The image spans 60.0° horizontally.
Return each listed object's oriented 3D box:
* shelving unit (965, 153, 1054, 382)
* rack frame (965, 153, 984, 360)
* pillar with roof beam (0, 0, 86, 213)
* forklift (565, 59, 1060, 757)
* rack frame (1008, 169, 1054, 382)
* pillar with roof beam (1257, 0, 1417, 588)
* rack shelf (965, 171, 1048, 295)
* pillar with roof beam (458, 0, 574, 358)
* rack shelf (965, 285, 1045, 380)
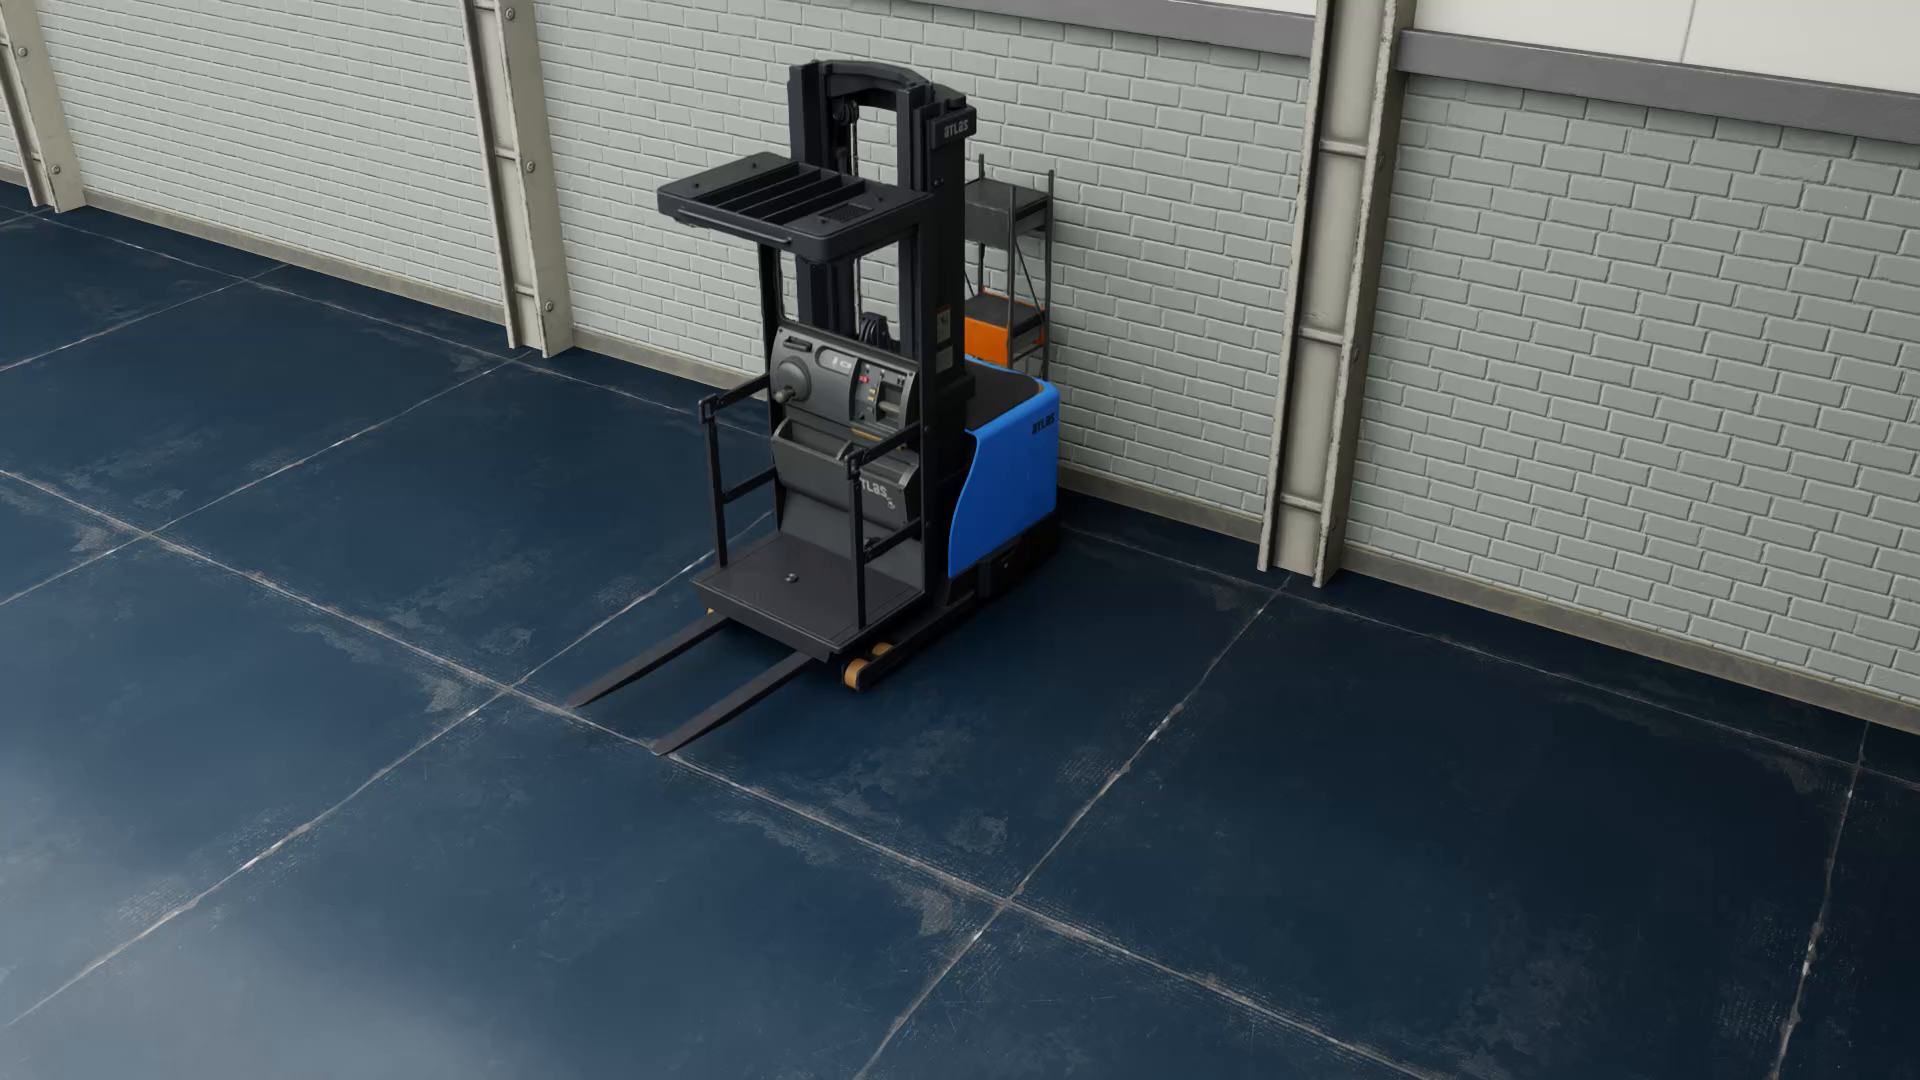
[{"bbox_3d":[0.206,-1.163,9.832,0.503,2.100,0.431,21,36,32],"label":"shelving unit"},{"bbox_3d":[0.012,-1.237,9.960,0.015,2.100,0.400,21,36,32],"label":"rack frame"},{"bbox_3d":[-10.484,-5.108,9.749,0.400,9.000,9.100,18,35,27],"label":"pillar with roof beam"},{"bbox_3d":[-0.733,-0.769,8.332,1.130,2.935,3.031,22,37,32],"label":"forklift"},{"bbox_3d":[0.400,-1.088,9.704,0.015,2.100,0.400,21,36,32],"label":"rack frame"},{"bbox_3d":[-0.320,-1.894,4.238,0.400,9.000,9.100,18,35,27],"label":"pillar with roof beam"},{"bbox_3d":[0.206,-1.756,9.486,0.480,0.518,0.431,21,36,32],"label":"rack shelf"},{"bbox_3d":[-5.402,-3.501,6.994,0.400,9.000,9.100,18,35,27],"label":"pillar with roof beam"},{"bbox_3d":[0.206,-1.151,9.839,0.480,0.518,0.431,21,36,32],"label":"rack shelf"}]
